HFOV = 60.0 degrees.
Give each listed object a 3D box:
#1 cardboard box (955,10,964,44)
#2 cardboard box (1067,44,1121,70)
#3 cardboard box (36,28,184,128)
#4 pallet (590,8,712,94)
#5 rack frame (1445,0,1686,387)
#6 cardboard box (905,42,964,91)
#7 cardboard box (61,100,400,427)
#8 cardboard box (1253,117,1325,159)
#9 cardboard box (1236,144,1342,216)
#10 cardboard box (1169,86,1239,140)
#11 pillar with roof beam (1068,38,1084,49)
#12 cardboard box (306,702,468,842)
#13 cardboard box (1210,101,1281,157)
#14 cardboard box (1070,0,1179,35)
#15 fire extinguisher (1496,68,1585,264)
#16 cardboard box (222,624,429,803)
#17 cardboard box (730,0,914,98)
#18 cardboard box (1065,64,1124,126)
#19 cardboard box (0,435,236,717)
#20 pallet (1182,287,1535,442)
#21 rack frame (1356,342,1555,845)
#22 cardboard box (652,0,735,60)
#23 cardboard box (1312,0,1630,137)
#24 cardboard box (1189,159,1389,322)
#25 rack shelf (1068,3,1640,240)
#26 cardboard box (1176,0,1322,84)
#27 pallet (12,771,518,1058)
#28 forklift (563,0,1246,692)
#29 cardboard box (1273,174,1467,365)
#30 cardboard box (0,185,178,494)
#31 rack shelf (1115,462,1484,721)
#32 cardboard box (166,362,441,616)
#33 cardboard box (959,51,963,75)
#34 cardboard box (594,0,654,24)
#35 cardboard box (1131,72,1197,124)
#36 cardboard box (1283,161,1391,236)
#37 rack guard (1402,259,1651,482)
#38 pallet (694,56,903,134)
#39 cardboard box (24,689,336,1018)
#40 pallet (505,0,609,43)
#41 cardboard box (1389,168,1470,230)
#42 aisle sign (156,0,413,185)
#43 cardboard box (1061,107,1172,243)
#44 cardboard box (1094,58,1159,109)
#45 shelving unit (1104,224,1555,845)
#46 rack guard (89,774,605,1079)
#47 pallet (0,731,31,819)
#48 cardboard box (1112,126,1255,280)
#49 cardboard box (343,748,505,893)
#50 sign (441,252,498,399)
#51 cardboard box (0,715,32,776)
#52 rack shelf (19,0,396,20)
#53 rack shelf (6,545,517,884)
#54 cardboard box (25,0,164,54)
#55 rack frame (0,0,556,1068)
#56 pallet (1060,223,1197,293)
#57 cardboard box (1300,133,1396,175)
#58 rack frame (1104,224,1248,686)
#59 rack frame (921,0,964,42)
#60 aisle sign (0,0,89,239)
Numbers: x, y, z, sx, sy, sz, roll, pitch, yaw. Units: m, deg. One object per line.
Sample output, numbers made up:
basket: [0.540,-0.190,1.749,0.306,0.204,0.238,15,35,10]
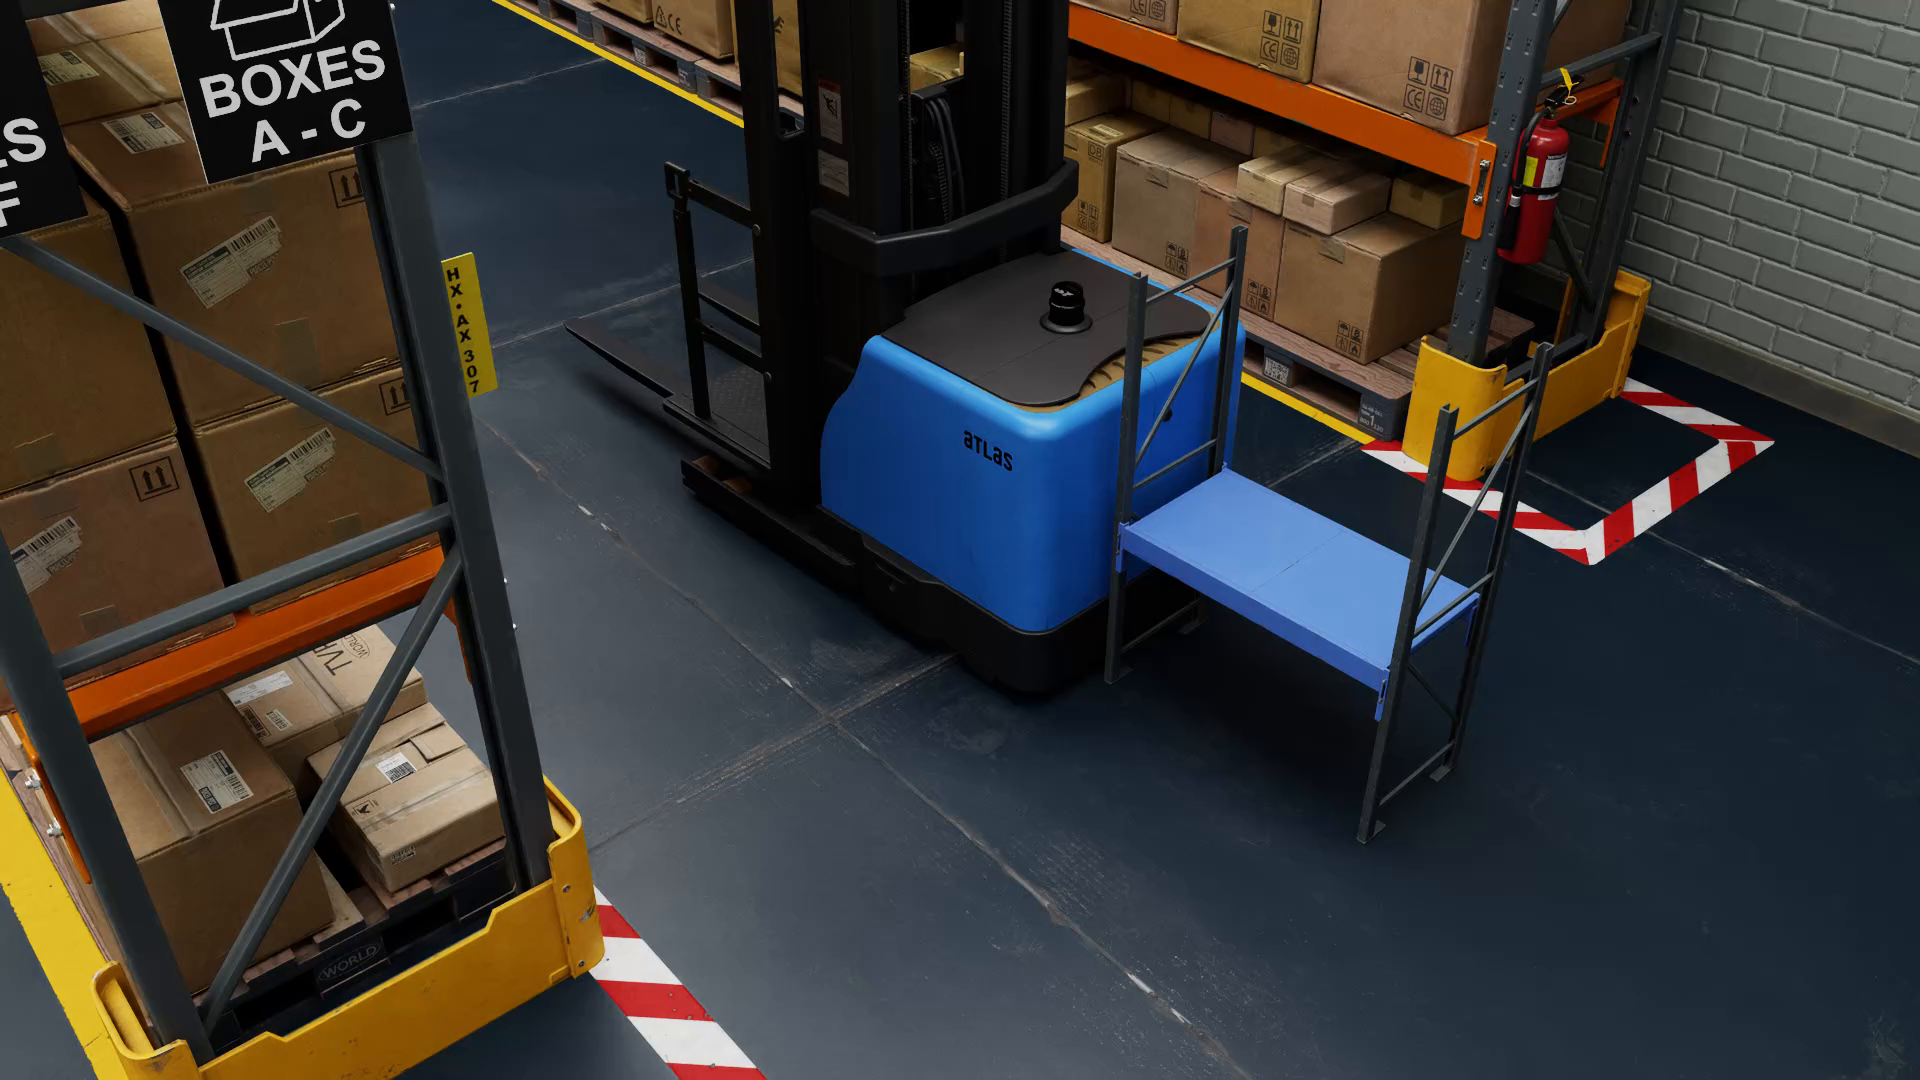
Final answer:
cardboard box: [0.193,-2.695,8.698,0.380,0.149,0.250,-26,43,-32]
cardboard box: [0.705,-2.347,8.206,0.380,0.149,0.250,-28,44,-33]
cardboard box: [-1.898,-0.865,3.924,0.500,0.500,0.500,-26,43,-31]
pallet: [-1.617,-3.223,10.618,1.003,0.211,1.213,-26,43,-32]
rack frame: [2.312,-1.743,6.116,1.000,3.000,0.127,-26,43,-32]
cardboard box: [0.135,-2.292,8.690,0.700,0.500,0.500,-25,43,-31]
cardboard box: [-1.555,-0.637,3.602,0.500,0.500,0.500,-25,42,-30]
cardboard box: [1.528,-1.784,7.412,0.380,0.149,0.250,-26,43,-31]
cardboard box: [1.396,-1.532,7.056,0.380,0.149,0.250,-25,42,-31]
cardboard box: [1.197,-2.009,7.730,0.380,0.149,0.250,-26,43,-31]
pillar with roof beam: [-2.446,-4.365,4.628,9.100,9.000,0.400,-26,43,-32]
cardboard box: [-1.639,0.659,4.794,0.380,0.166,0.250,-26,43,-32]
cardboard box: [1.364,-1.896,7.570,0.380,0.149,0.250,-25,42,-31]
cardboard box: [1.012,-2.744,7.270,0.980,0.700,0.700,-28,44,-34]
fire extinguisher: [2.056,-1.321,5.909,0.296,0.674,0.183,-26,43,-32]
cardboard box: [-1.927,0.482,4.972,0.500,0.250,0.500,-26,43,-32]
cardboard box: [-0.788,-3.042,9.446,0.750,0.750,0.750,-25,43,-31]
cardboard box: [0.553,-2.107,7.868,0.380,0.149,0.250,-27,44,-33]
cardboard box: [-1.967,-0.031,3.612,0.500,0.500,0.500,-25,42,-30]
pallet: [1.736,-0.929,7.379,1.003,0.211,1.213,-26,43,-32]
rack frame: [1.377,0.193,4.680,0.500,1.500,0.032,-29,44,-34]
cardboard box: [-1.364,-3.433,9.999,0.750,0.750,0.750,-25,42,-30]
cardboard box: [1.975,-2.087,6.342,0.980,0.700,0.700,-24,42,-30]
cardboard box: [1.461,-1.387,7.412,0.700,0.500,0.500,-26,43,-32]
rack shelf: [1.021,-2.332,7.571,1.077,0.370,4.000,-26,43,-32]
cardboard box: [1.497,-2.404,6.789,0.980,0.700,0.700,-26,43,-32]
pallet: [-2.034,0.859,4.855,1.003,0.211,1.213,-26,43,-32]
forklift: [-0.432,-1.457,5.771,1.130,2.935,3.031,-29,44,-34]
cardboard box: [1.783,-1.166,7.101,0.700,0.500,0.500,-26,43,-32]
cardboard box: [-1.967,-0.437,3.319,0.500,0.500,0.500,-26,43,-32]
rack shelf: [1.025,0.128,5.083,0.538,0.185,1.000,-29,44,-34]
cardboard box: [-1.555,-0.229,3.891,0.500,0.500,0.500,-25,42,-31]
cardboard box: [0.216,-2.337,8.193,0.380,0.149,0.250,-24,42,-30]
cardboard box: [-1.916,-3.806,10.526,0.750,0.750,0.750,-26,43,-32]
cardboard box: [1.034,-2.121,7.888,0.380,0.149,0.250,-27,43,-33]
cardboard box: [1.561,-1.420,6.897,0.380,0.149,0.250,-27,43,-32]
rack guard: [2.327,-0.712,6.823,1.175,0.500,0.348,-26,43,-32]
pallet: [-0.825,-2.684,9.857,1.003,0.211,1.213,-26,43,-32]
cardboard box: [-2.009,0.799,4.309,0.500,0.500,0.500,-26,43,-32]
pallet: [-2.400,-3.761,11.378,1.003,0.211,1.213,-26,43,-32]
cardboard box: [2.017,-1.450,6.941,0.380,0.149,0.250,-26,43,-31]
aisle sign: [-1.202,-1.034,2.865,0.394,0.787,0.004,-26,43,-32]
cardboard box: [0.786,-1.841,8.054,0.700,0.500,0.500,-25,42,-31]
cardboard box: [0.867,-2.235,8.048,0.380,0.149,0.250,-26,43,-31]
shelving unit: [1.025,-0.019,4.979,0.538,1.500,1.048,-29,44,-34]
rack guard: [-1.519,1.093,4.275,1.175,0.500,0.348,-26,43,-32]
pallet: [-2.818,0.321,5.615,1.003,0.211,1.213,-26,43,-32]
cardboard box: [1.135,-1.609,7.726,0.700,0.500,0.500,-28,44,-33]
cardboard box: [-1.478,0.777,4.644,0.380,0.149,0.250,-26,43,-32]
sign: [-1.056,-0.450,3.540,0.100,0.325,0.005,-26,43,-32]
cardboard box: [-2.599,0.470,4.990,0.500,0.250,0.500,-26,43,-32]
rack shelf: [-2.761,-1.707,4.092,1.077,0.370,4.000,-26,43,-32]
rack shelf: [-2.761,-0.483,4.959,1.077,0.370,4.000,-26,43,-32]
cardboard box: [-2.217,-1.088,4.239,0.500,0.500,0.500,-25,42,-31]
rack frame: [-1.470,0.106,3.505,1.000,3.000,0.127,-26,43,-32]
pallet: [0.953,-1.467,8.139,1.003,0.211,1.213,-26,43,-32]
cardboard box: [1.689,-1.674,7.256,0.380,0.149,0.250,-26,43,-32]
rack frame: [0.673,-0.231,5.278,0.500,1.500,0.032,-29,44,-34]
rack frame: [-0.270,-3.509,8.609,1.000,3.000,0.127,-26,43,-32]
aisle sign: [-1.660,-0.810,2.550,0.394,0.787,0.004,-26,43,-32]
